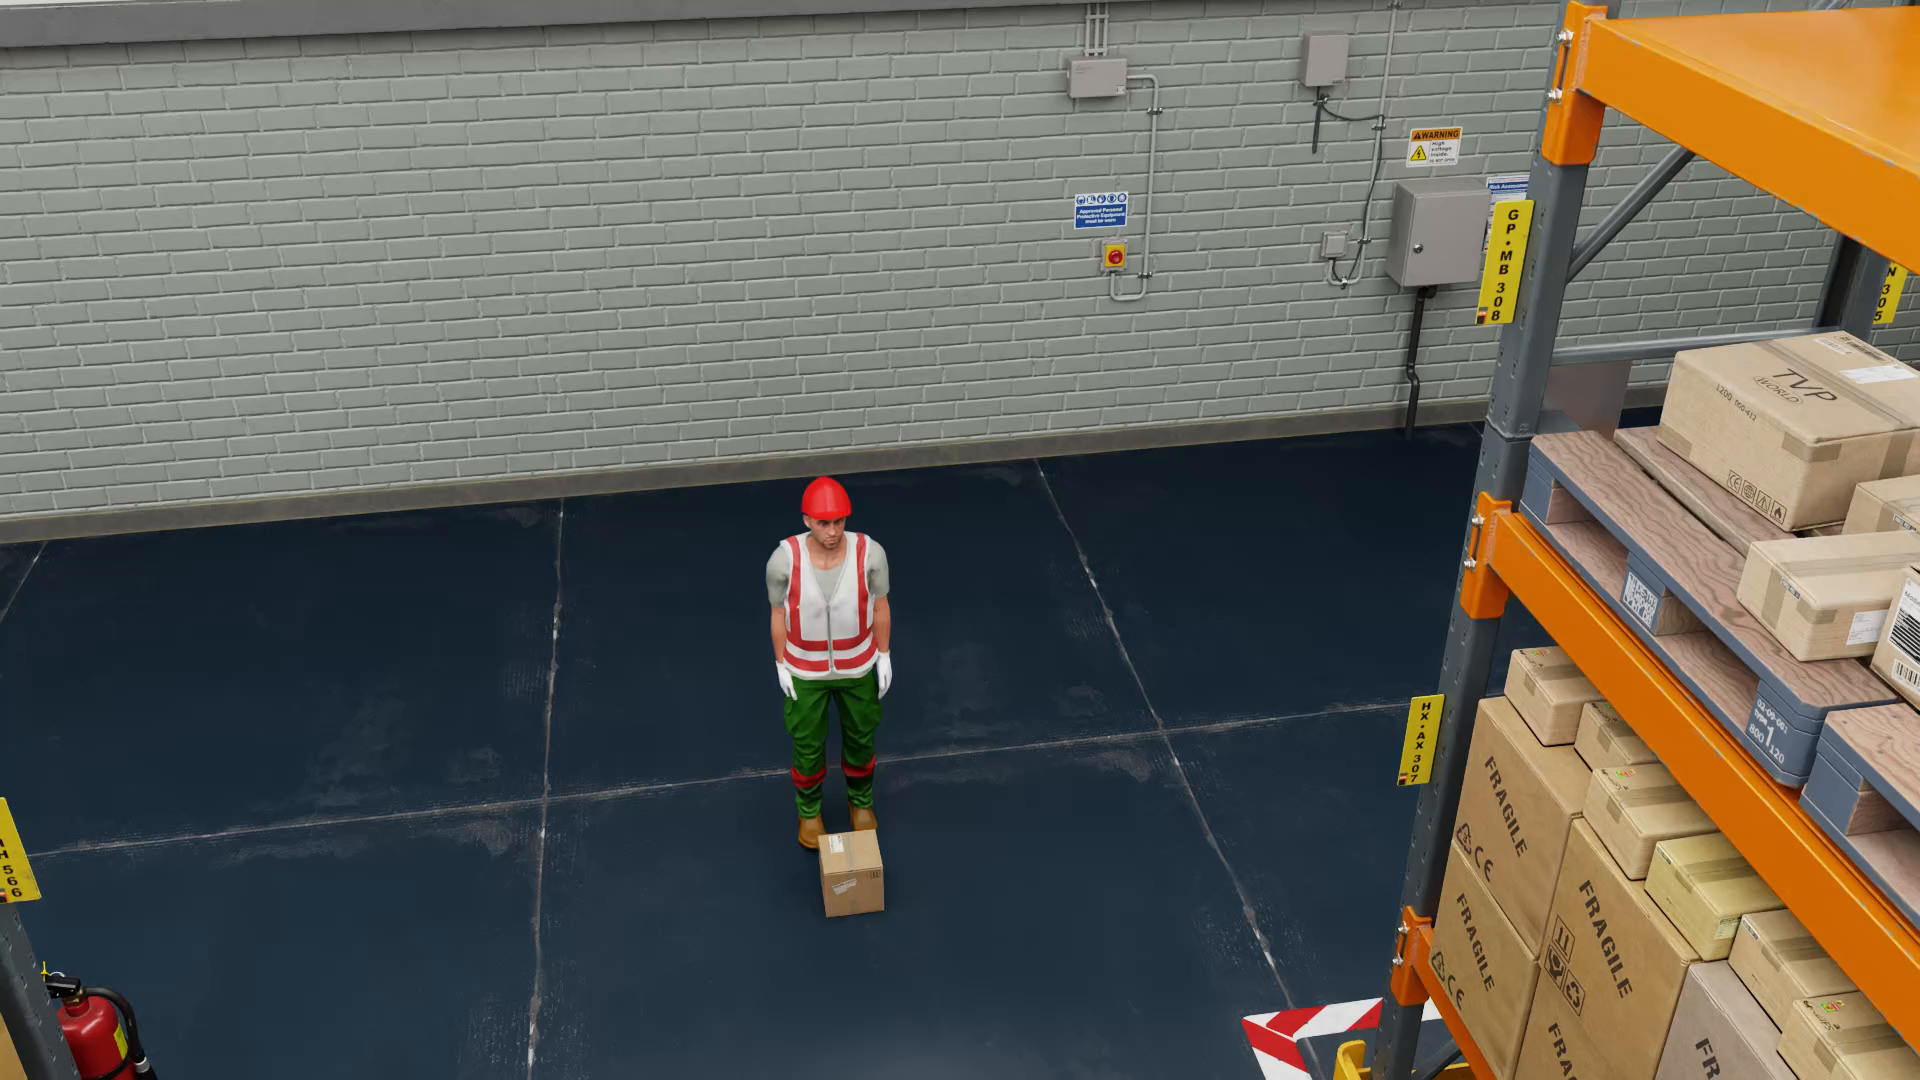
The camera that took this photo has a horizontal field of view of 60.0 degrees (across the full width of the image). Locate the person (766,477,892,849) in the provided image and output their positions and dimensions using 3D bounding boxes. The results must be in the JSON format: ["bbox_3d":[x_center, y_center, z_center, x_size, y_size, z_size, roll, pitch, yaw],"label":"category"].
[{"bbox_3d":[-0.549,0.550,7.196,0.523,1.803,0.354,-5,31,-8],"label":"person"}]
